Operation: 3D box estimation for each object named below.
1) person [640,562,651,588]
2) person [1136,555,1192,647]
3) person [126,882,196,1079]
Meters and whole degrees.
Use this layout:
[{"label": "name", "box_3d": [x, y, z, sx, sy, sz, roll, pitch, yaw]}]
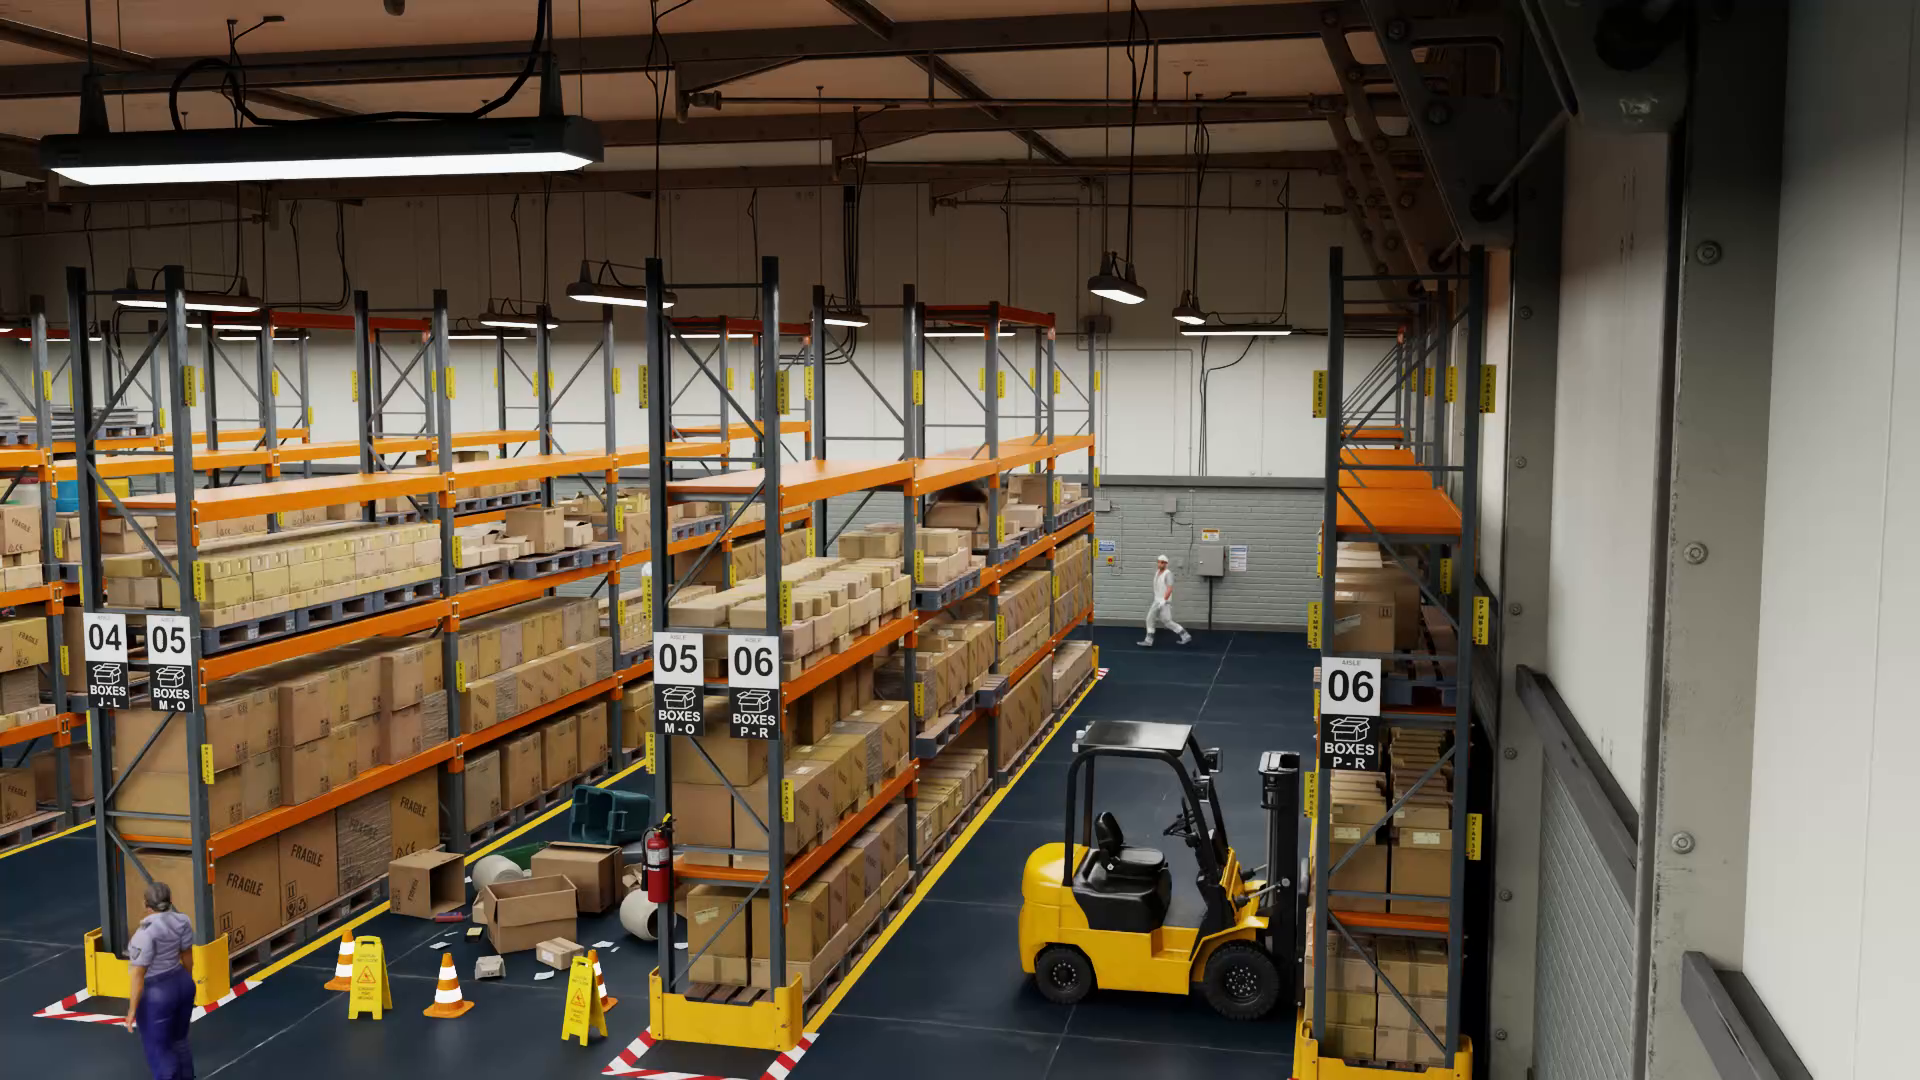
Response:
[{"label": "person", "box_3d": [-5.853, 1.052, 32.002, 0.634, 1.767, 0.415, 2, 6, 17]}, {"label": "person", "box_3d": [3.831, 1.150, 31.128, 1.030, 1.743, 0.656, 0, 6, 4]}, {"label": "person", "box_3d": [-5.537, 3.205, 11.534, 0.385, 1.672, 0.605, 1, 6, 12]}]
